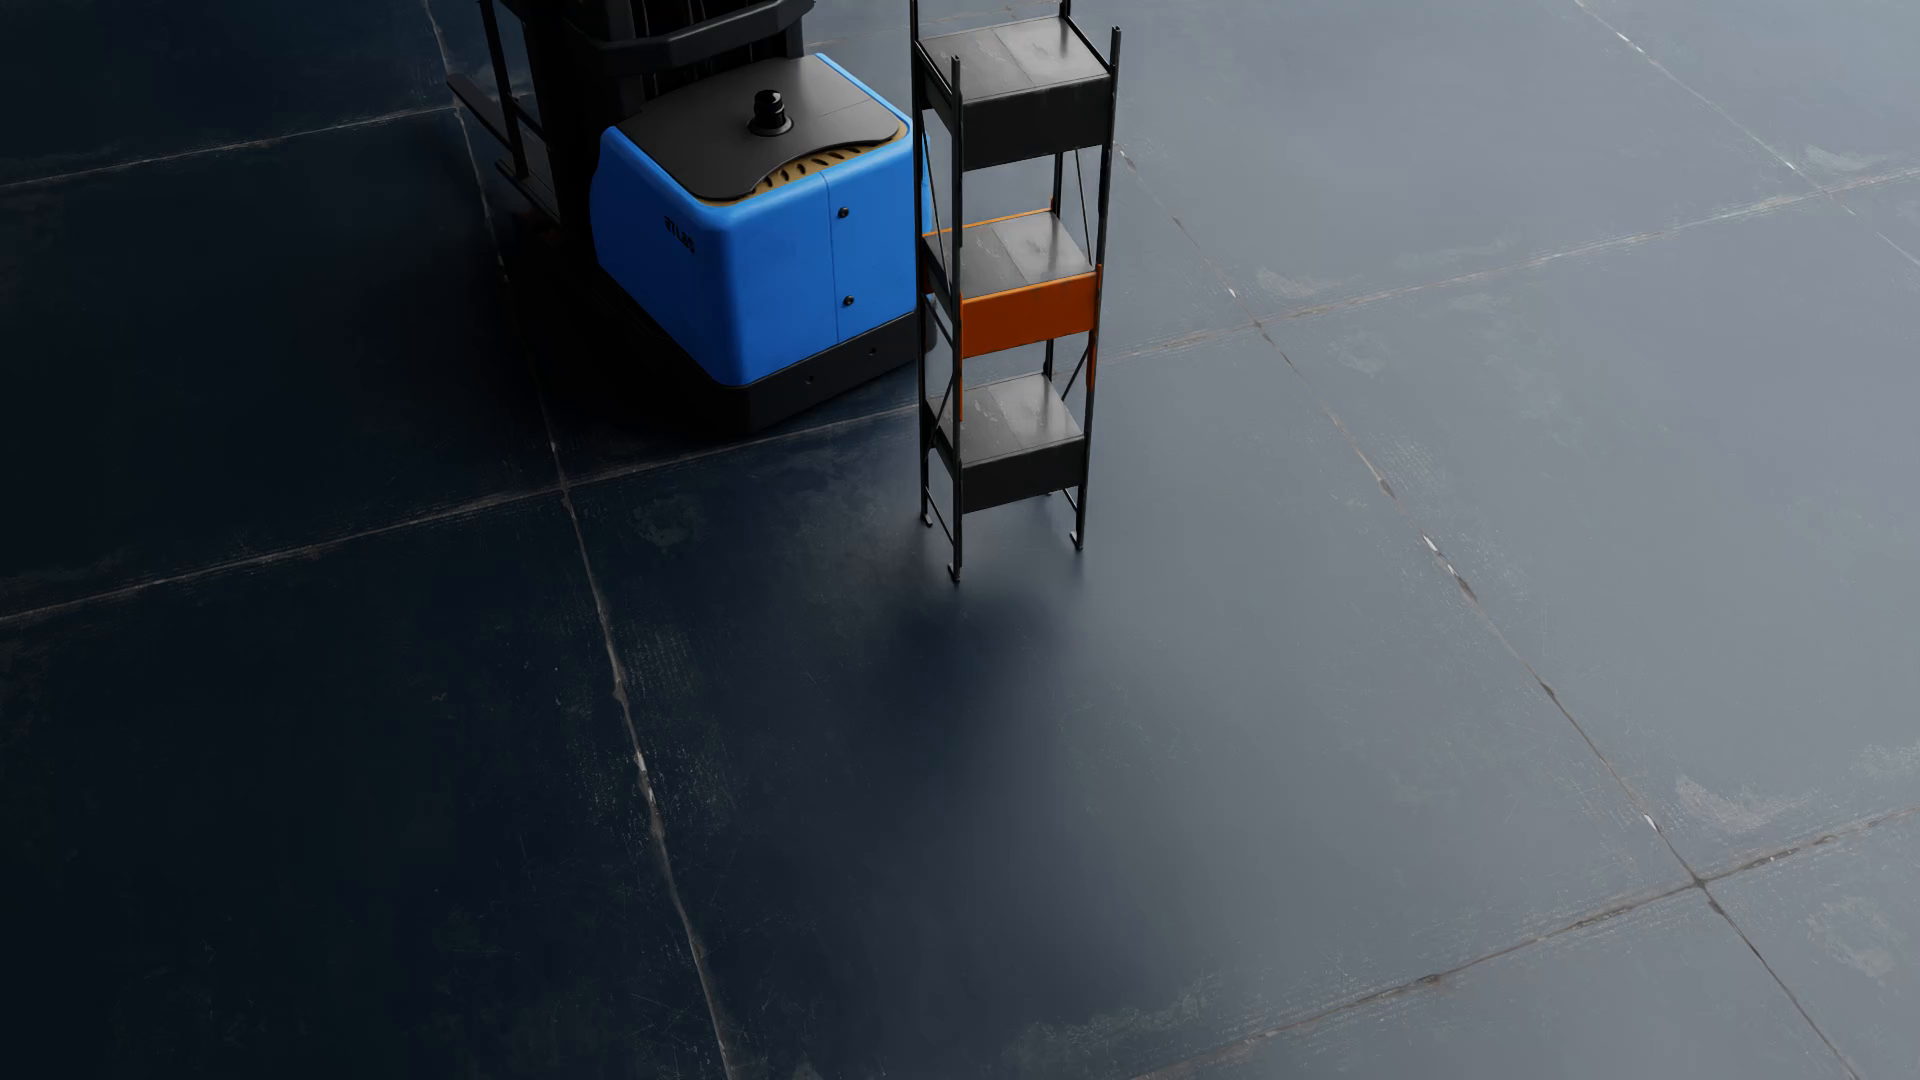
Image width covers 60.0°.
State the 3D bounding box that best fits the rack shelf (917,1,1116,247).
[{"bbox_3d":[0.156,-1.266,5.060,0.480,0.518,0.431,-14,47,-14],"label":"rack shelf"}]

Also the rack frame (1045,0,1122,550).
[{"bbox_3d":[0.385,-0.840,5.604,0.015,2.100,0.400,-14,47,-14],"label":"rack frame"}]

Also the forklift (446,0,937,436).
[{"bbox_3d":[-1.375,-2.448,6.620,1.130,2.935,3.031,-28,51,-25],"label":"forklift"}]

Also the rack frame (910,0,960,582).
[{"bbox_3d":[-0.074,-0.722,5.487,0.015,2.100,0.400,-14,47,-14],"label":"rack frame"}]

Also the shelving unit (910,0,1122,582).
[{"bbox_3d":[0.156,-0.781,5.546,0.503,2.100,0.431,-14,47,-14],"label":"shelving unit"}]

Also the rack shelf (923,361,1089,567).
[{"bbox_3d":[0.156,-0.277,6.051,0.480,0.518,0.431,-14,47,-14],"label":"rack shelf"}]

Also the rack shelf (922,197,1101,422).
[{"bbox_3d":[0.156,-0.771,5.556,0.480,0.518,0.431,-14,47,-14],"label":"rack shelf"}]
